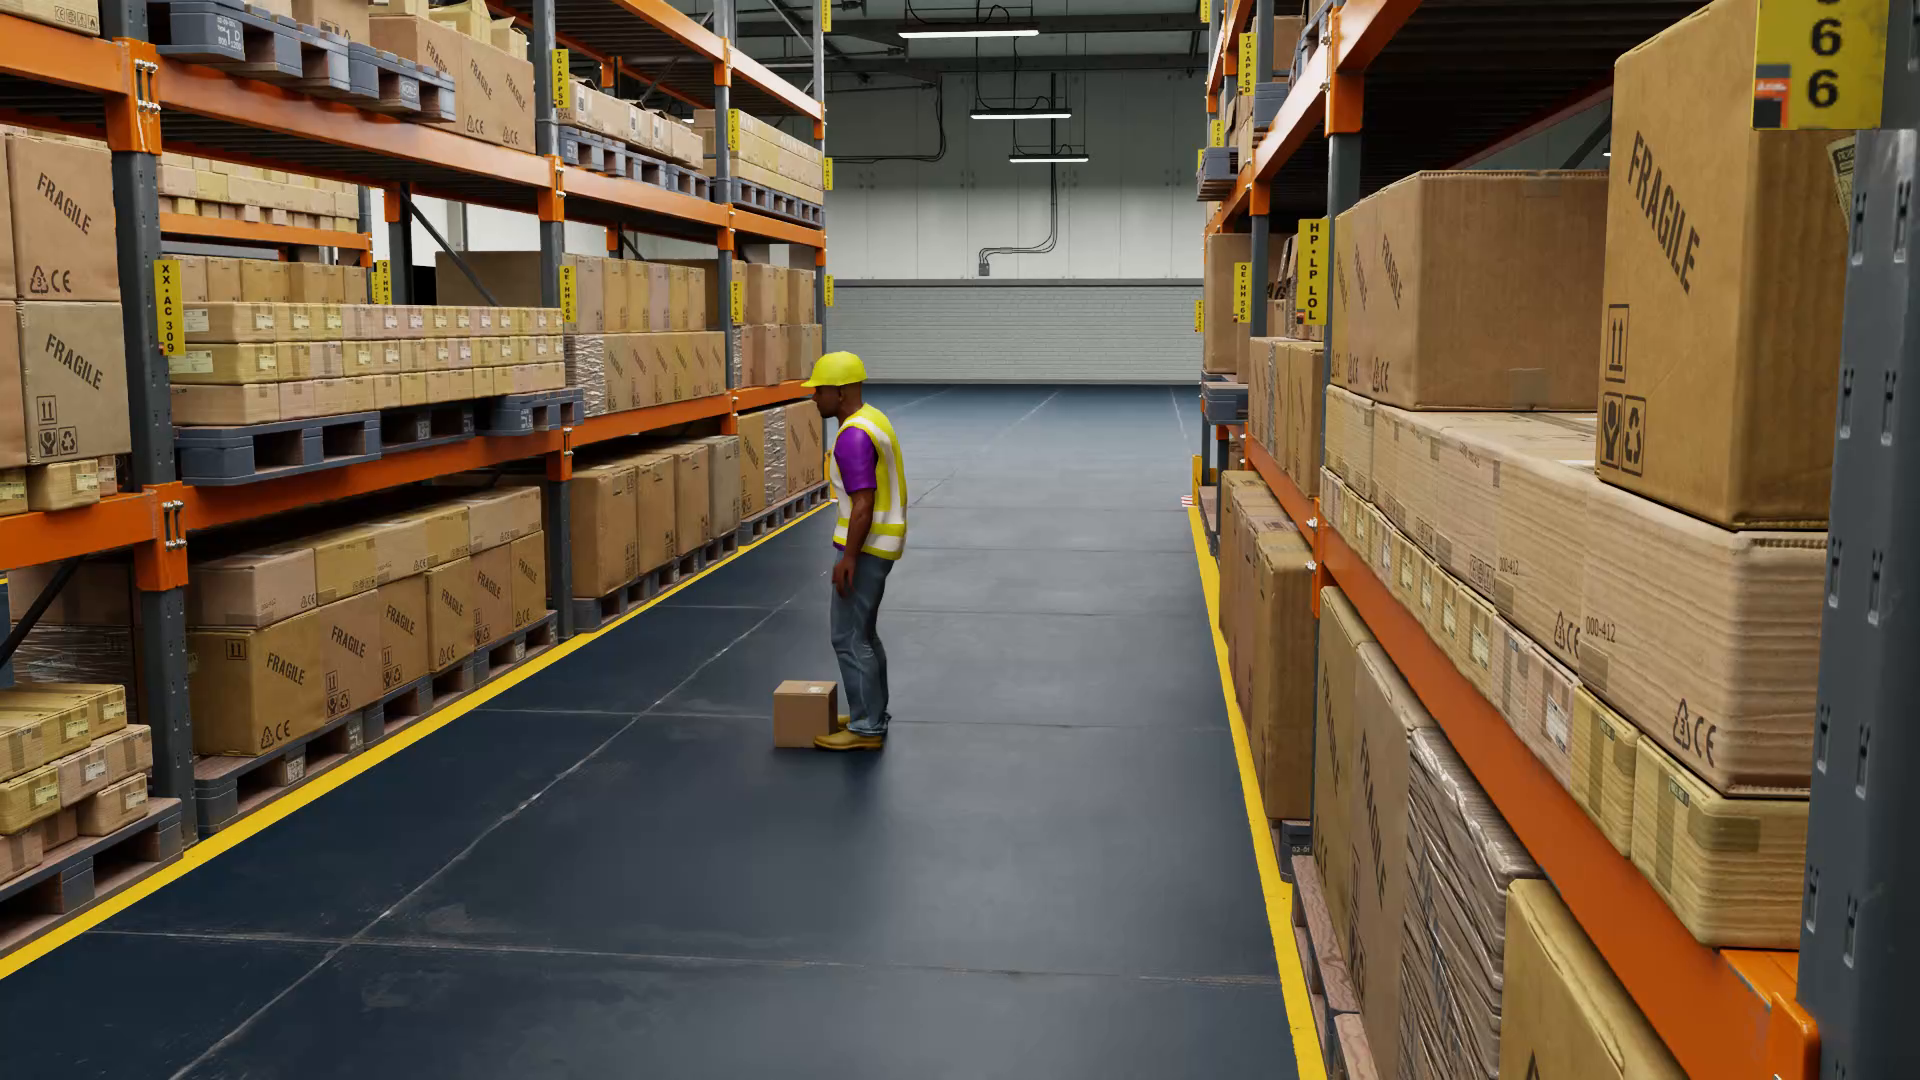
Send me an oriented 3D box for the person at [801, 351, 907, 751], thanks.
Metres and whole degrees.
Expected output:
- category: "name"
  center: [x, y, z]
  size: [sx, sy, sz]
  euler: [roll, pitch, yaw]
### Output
- category: "person"
  center: [-0.465, 0.044, 7.397]
  size: [0.461, 1.759, 0.630]
  euler: [0, 8, 3]
